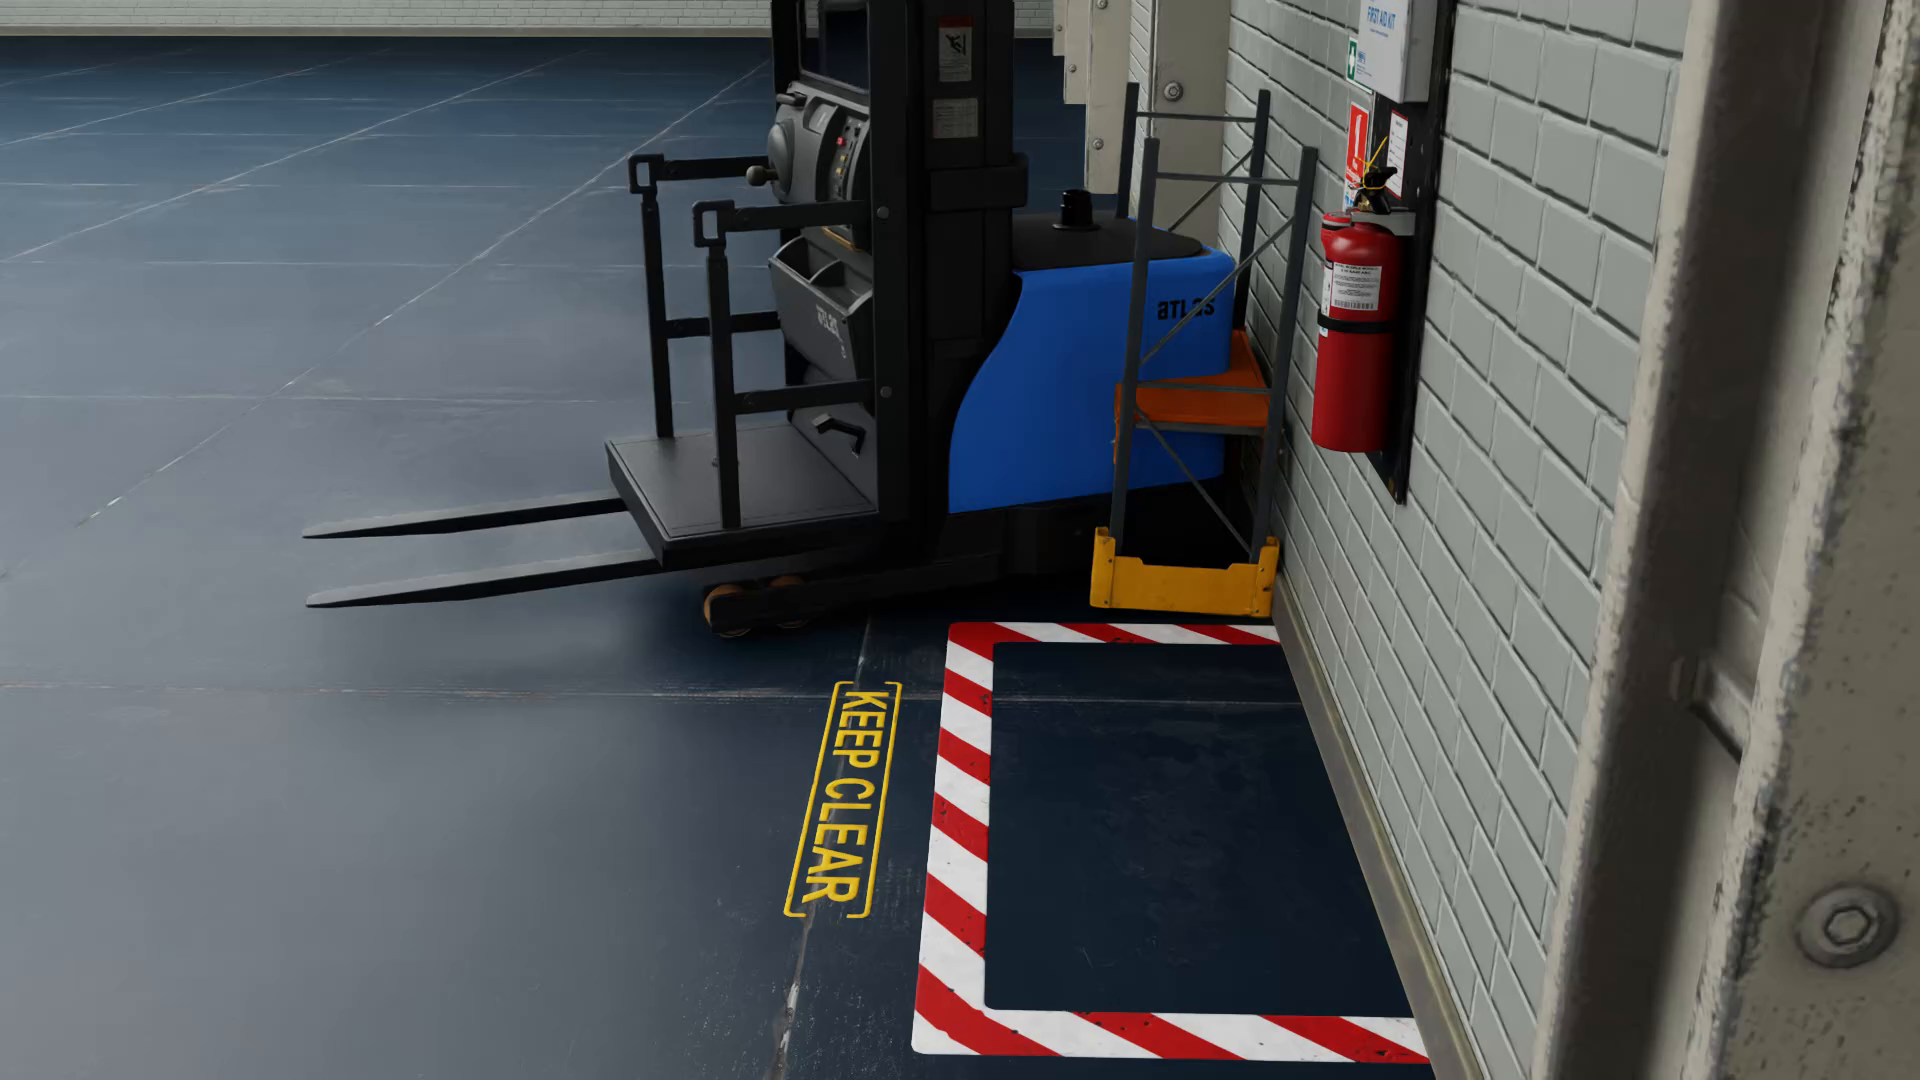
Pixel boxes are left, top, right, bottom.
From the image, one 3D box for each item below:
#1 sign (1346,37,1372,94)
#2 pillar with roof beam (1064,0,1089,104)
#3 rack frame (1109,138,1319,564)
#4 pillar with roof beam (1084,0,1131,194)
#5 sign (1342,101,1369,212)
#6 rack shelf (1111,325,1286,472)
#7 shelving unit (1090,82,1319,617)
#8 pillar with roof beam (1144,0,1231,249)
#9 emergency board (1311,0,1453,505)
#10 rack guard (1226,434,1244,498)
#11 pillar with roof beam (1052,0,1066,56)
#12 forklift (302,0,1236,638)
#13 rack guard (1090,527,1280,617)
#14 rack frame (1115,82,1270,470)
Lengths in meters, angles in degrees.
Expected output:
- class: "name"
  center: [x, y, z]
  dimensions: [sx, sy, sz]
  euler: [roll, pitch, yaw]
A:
- class: "sign"
  center: [1.007, -1.196, 4.182]
  dimensions: [0.001, 0.109, 0.331]
  euler: [1, 21, 2]
- class: "pillar with roof beam"
  center: [-2.973, -9.194, 17.285]
  dimensions: [9.100, 9.000, 0.400]
  euler: [1, 21, 2]
- class: "rack frame"
  center: [0.751, -0.465, 5.118]
  dimensions: [0.500, 1.500, 0.032]
  euler: [3, 24, 1]
- class: "pillar with roof beam"
  center: [-3.155, -7.025, 11.694]
  dimensions: [9.100, 9.000, 0.400]
  euler: [1, 21, 2]
- class: "sign"
  center: [1.016, -0.950, 4.282]
  dimensions: [0.001, 0.329, 0.234]
  euler: [1, 21, 2]
- class: "rack shelf"
  center: [0.763, -0.510, 5.655]
  dimensions: [0.538, 0.185, 1.000]
  euler: [3, 24, 1]
- class: "shelving unit"
  center: [0.771, -0.670, 5.573]
  dimensions: [0.587, 1.500, 1.083]
  euler: [3, 24, 1]
- class: "pillar with roof beam"
  center: [-3.338, -4.855, 6.102]
  dimensions: [9.100, 9.000, 0.400]
  euler: [1, 21, 2]
- class: "emergency board"
  center: [0.896, -0.735, 3.776]
  dimensions: [0.194, 1.169, 0.643]
  euler: [1, 21, 2]
- class: "rack guard"
  center: [0.763, -0.305, 6.284]
  dimensions: [0.587, 0.250, 0.087]
  euler: [3, 24, 1]
- class: "pillar with roof beam"
  center: [-2.790, -11.364, 22.876]
  dimensions: [9.100, 9.000, 0.400]
  euler: [1, 21, 2]
- class: "forklift"
  center: [-0.640, -1.274, 5.260]
  dimensions: [3.031, 2.935, 1.130]
  euler: [-8, 23, -20]
- class: "rack guard"
  center: [0.723, 0.103, 5.376]
  dimensions: [0.587, 0.250, 0.087]
  euler: [3, 24, 1]
- class: "rack frame"
  center: [0.792, -0.882, 6.044]
  dimensions: [0.500, 1.500, 0.032]
  euler: [3, 24, 1]
